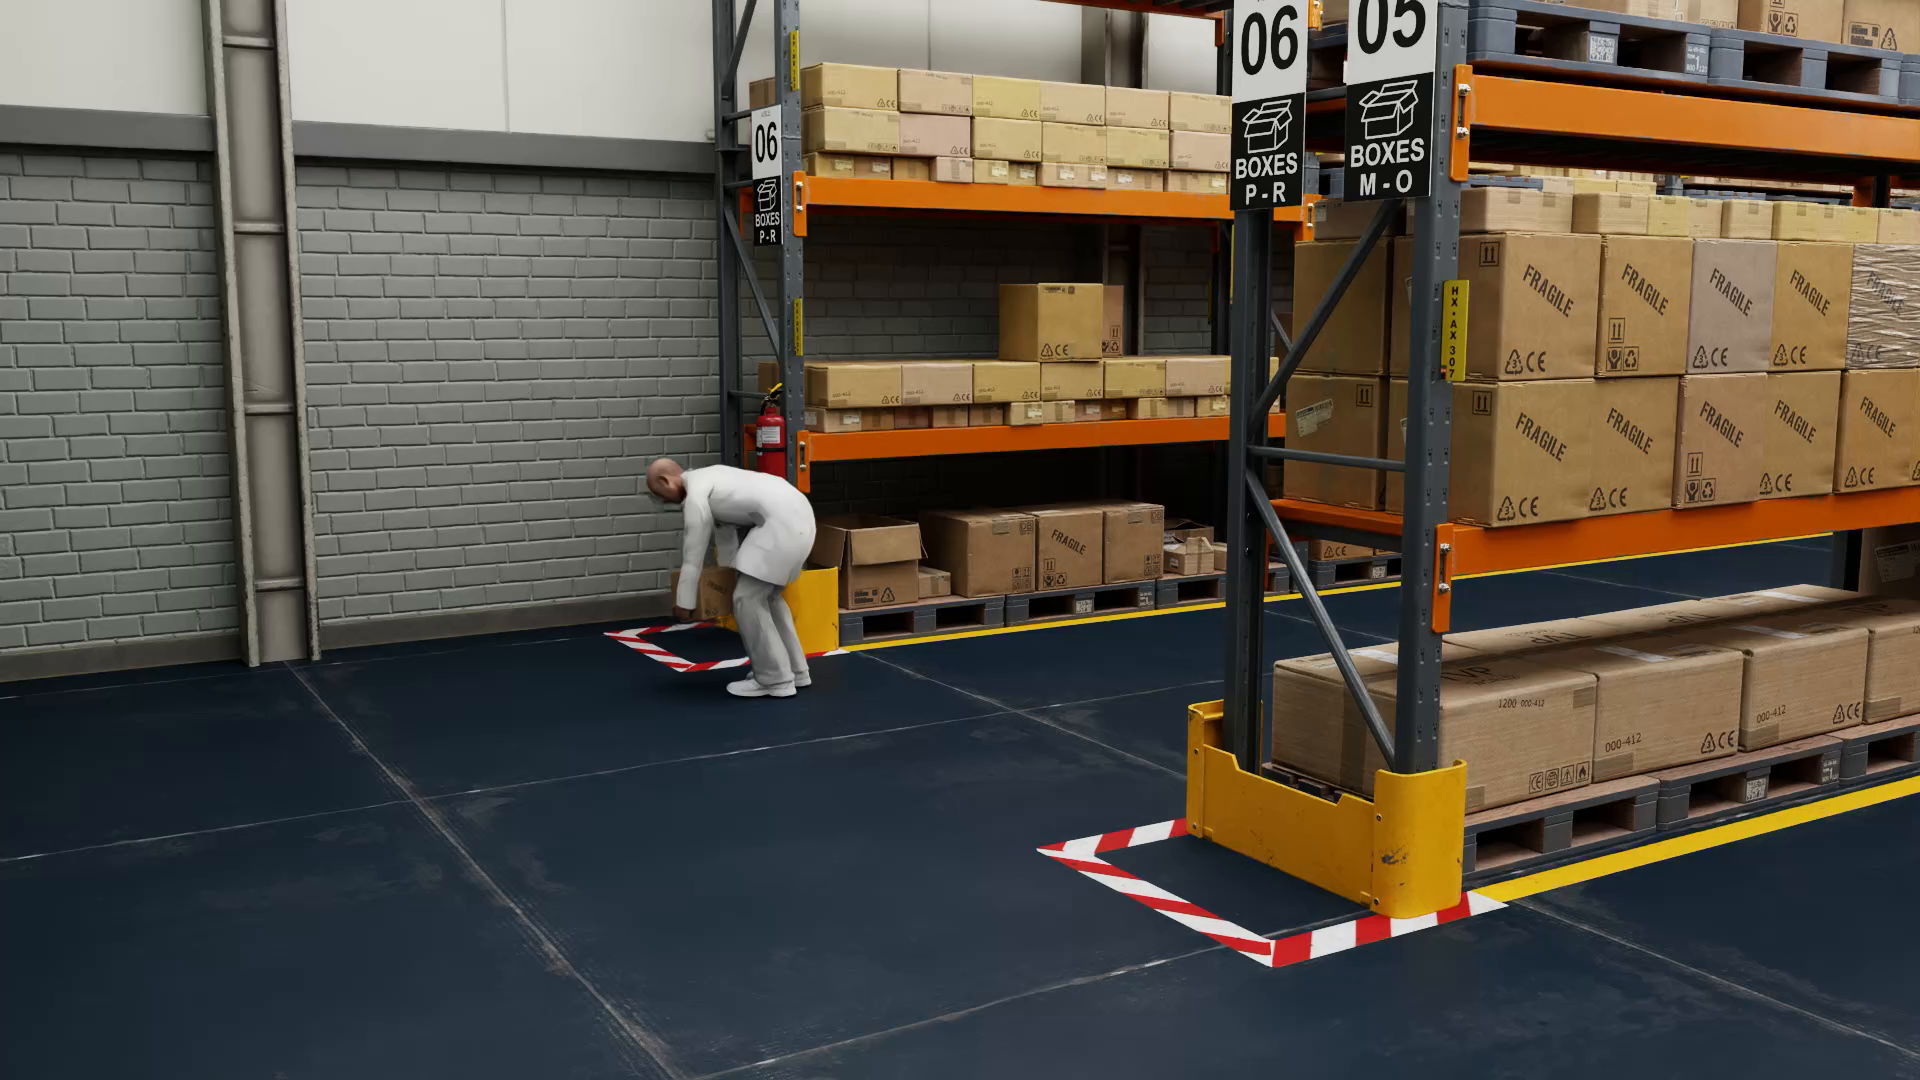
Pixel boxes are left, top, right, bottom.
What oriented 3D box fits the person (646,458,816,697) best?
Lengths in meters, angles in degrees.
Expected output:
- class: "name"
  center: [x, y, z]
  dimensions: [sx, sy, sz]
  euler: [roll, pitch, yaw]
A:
- class: "person"
  center: [-1.234, 0.190, 8.929]
  dimensions: [0.931, 1.249, 0.560]
  euler: [2, 8, 11]
